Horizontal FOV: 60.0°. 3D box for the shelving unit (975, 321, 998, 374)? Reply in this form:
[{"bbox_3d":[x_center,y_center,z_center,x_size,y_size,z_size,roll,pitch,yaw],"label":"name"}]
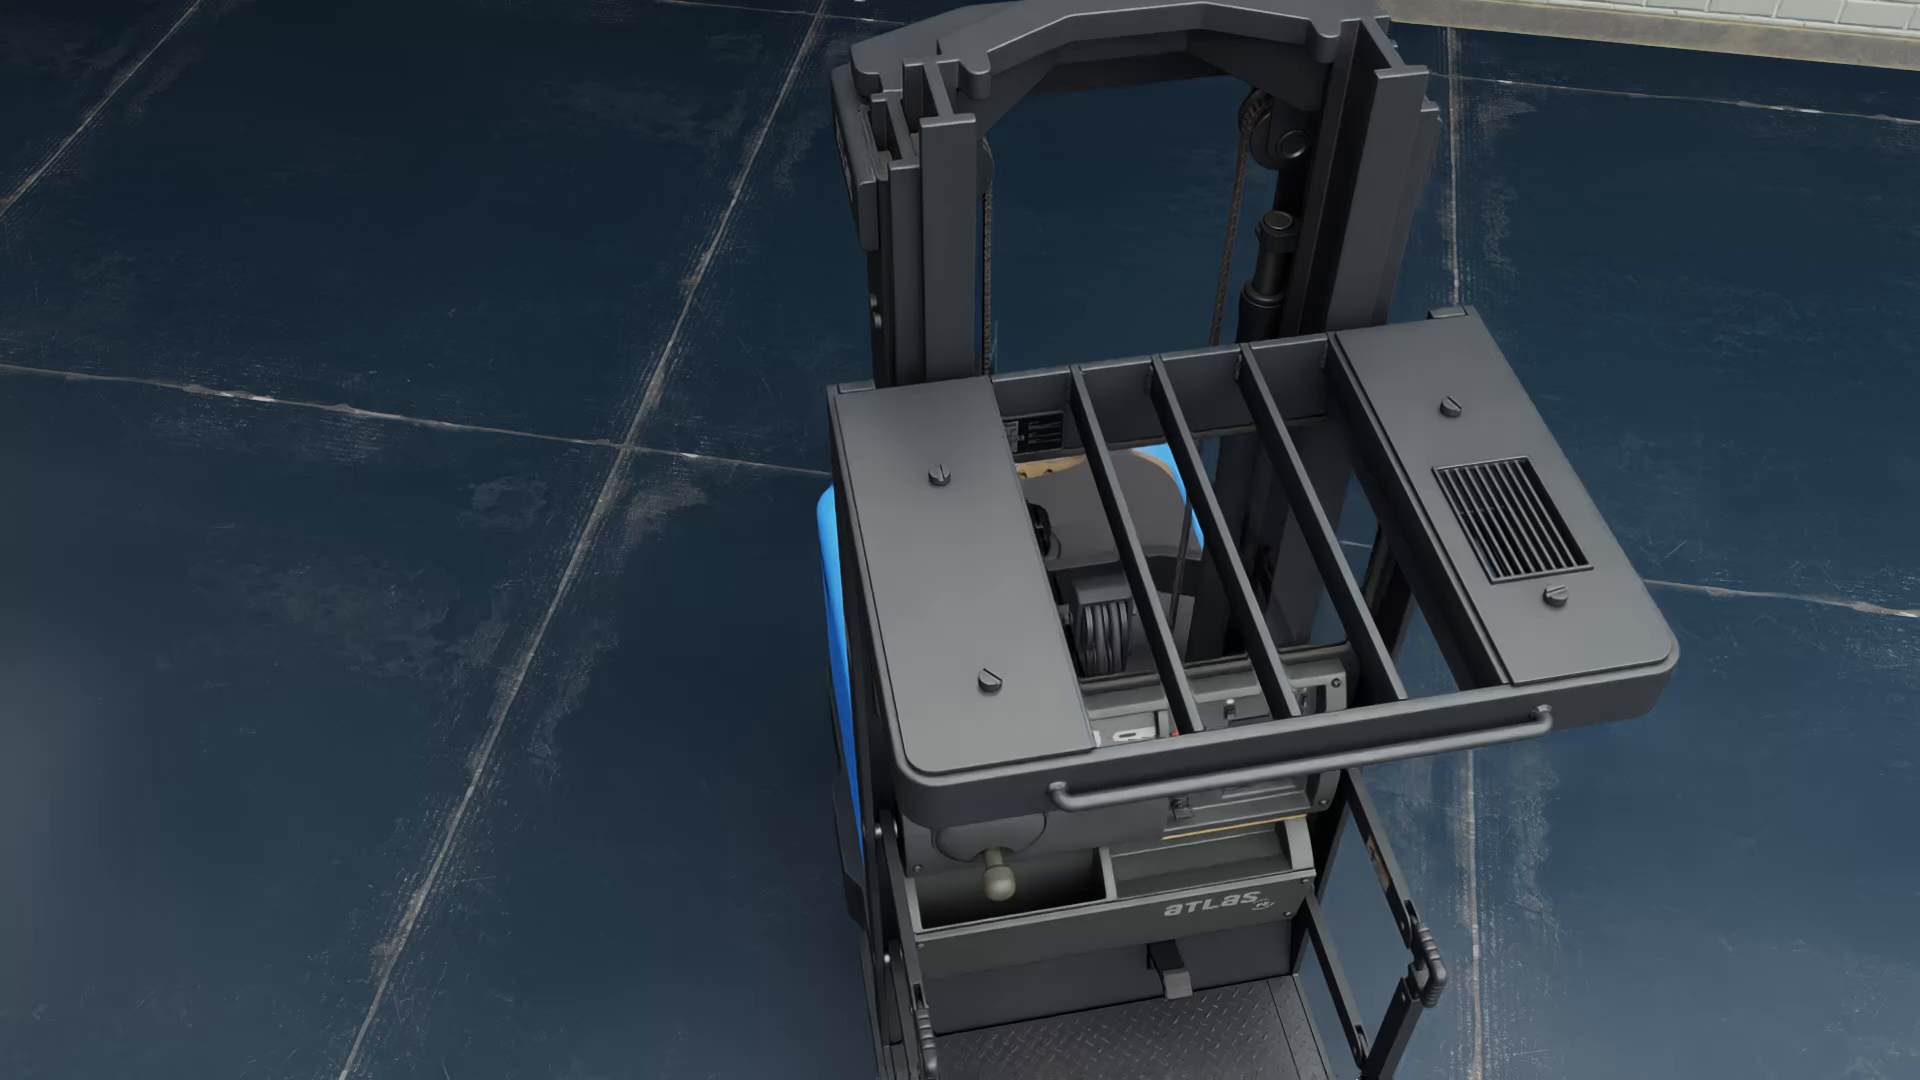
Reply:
[{"bbox_3d":[-0.008,-0.302,5.416,0.210,0.900,0.258,8,49,7],"label":"shelving unit"}]

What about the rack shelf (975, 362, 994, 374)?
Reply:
[{"bbox_3d":[-0.008,-0.460,5.240,0.200,0.077,0.258,8,49,7],"label":"rack shelf"}]

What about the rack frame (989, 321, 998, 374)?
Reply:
[{"bbox_3d":[0.092,-0.288,5.404,0.006,0.900,0.240,8,49,7],"label":"rack frame"}]

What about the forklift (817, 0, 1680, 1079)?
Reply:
[{"bbox_3d":[0.376,0.593,3.247,1.130,2.935,3.031,-8,49,-7],"label":"forklift"}]
